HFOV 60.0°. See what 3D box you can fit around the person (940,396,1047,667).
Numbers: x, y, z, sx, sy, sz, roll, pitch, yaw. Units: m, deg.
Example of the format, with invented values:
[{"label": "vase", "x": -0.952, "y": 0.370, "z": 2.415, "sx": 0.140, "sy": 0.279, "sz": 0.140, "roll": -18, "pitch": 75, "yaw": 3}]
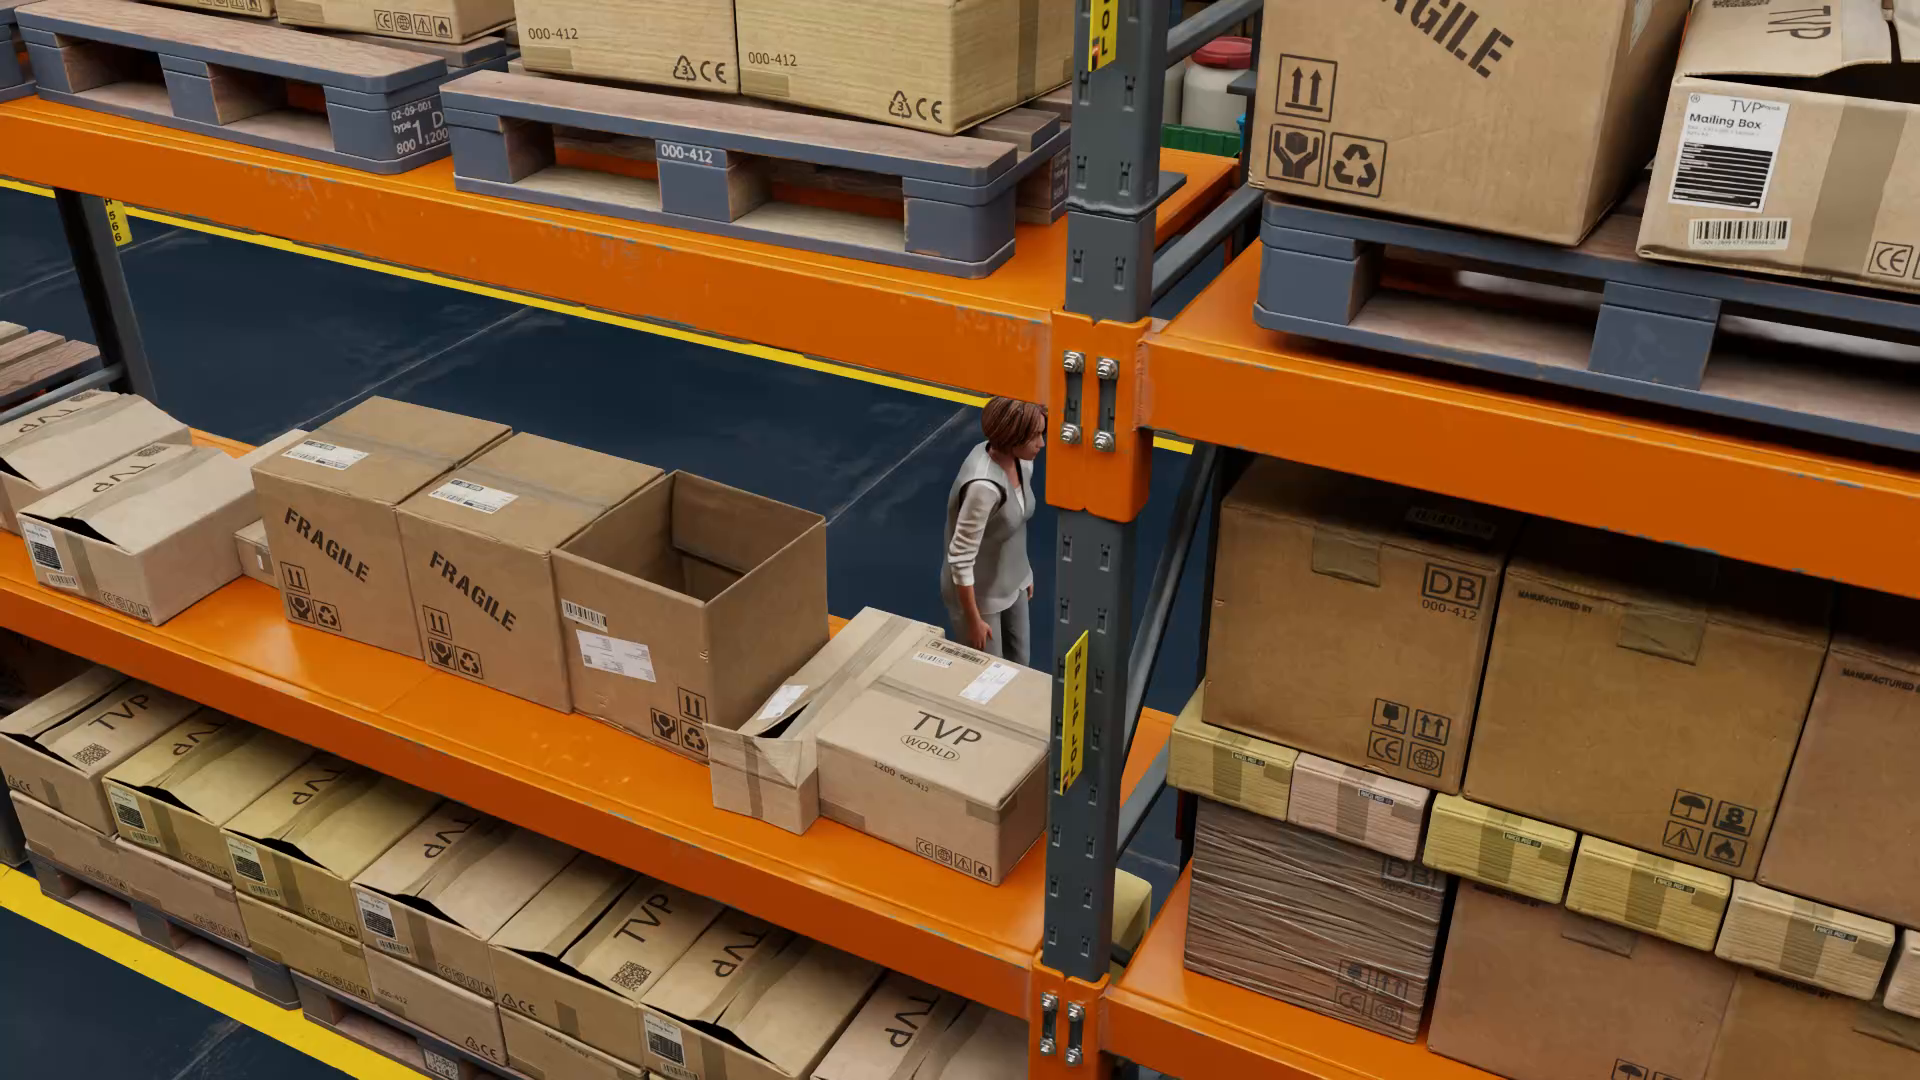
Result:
[{"label": "person", "x": 0.118, "y": 0.201, "z": 5.801, "sx": 0.344, "sy": 1.591, "sz": 0.461, "roll": 14, "pitch": 33, "yaw": 22}]
